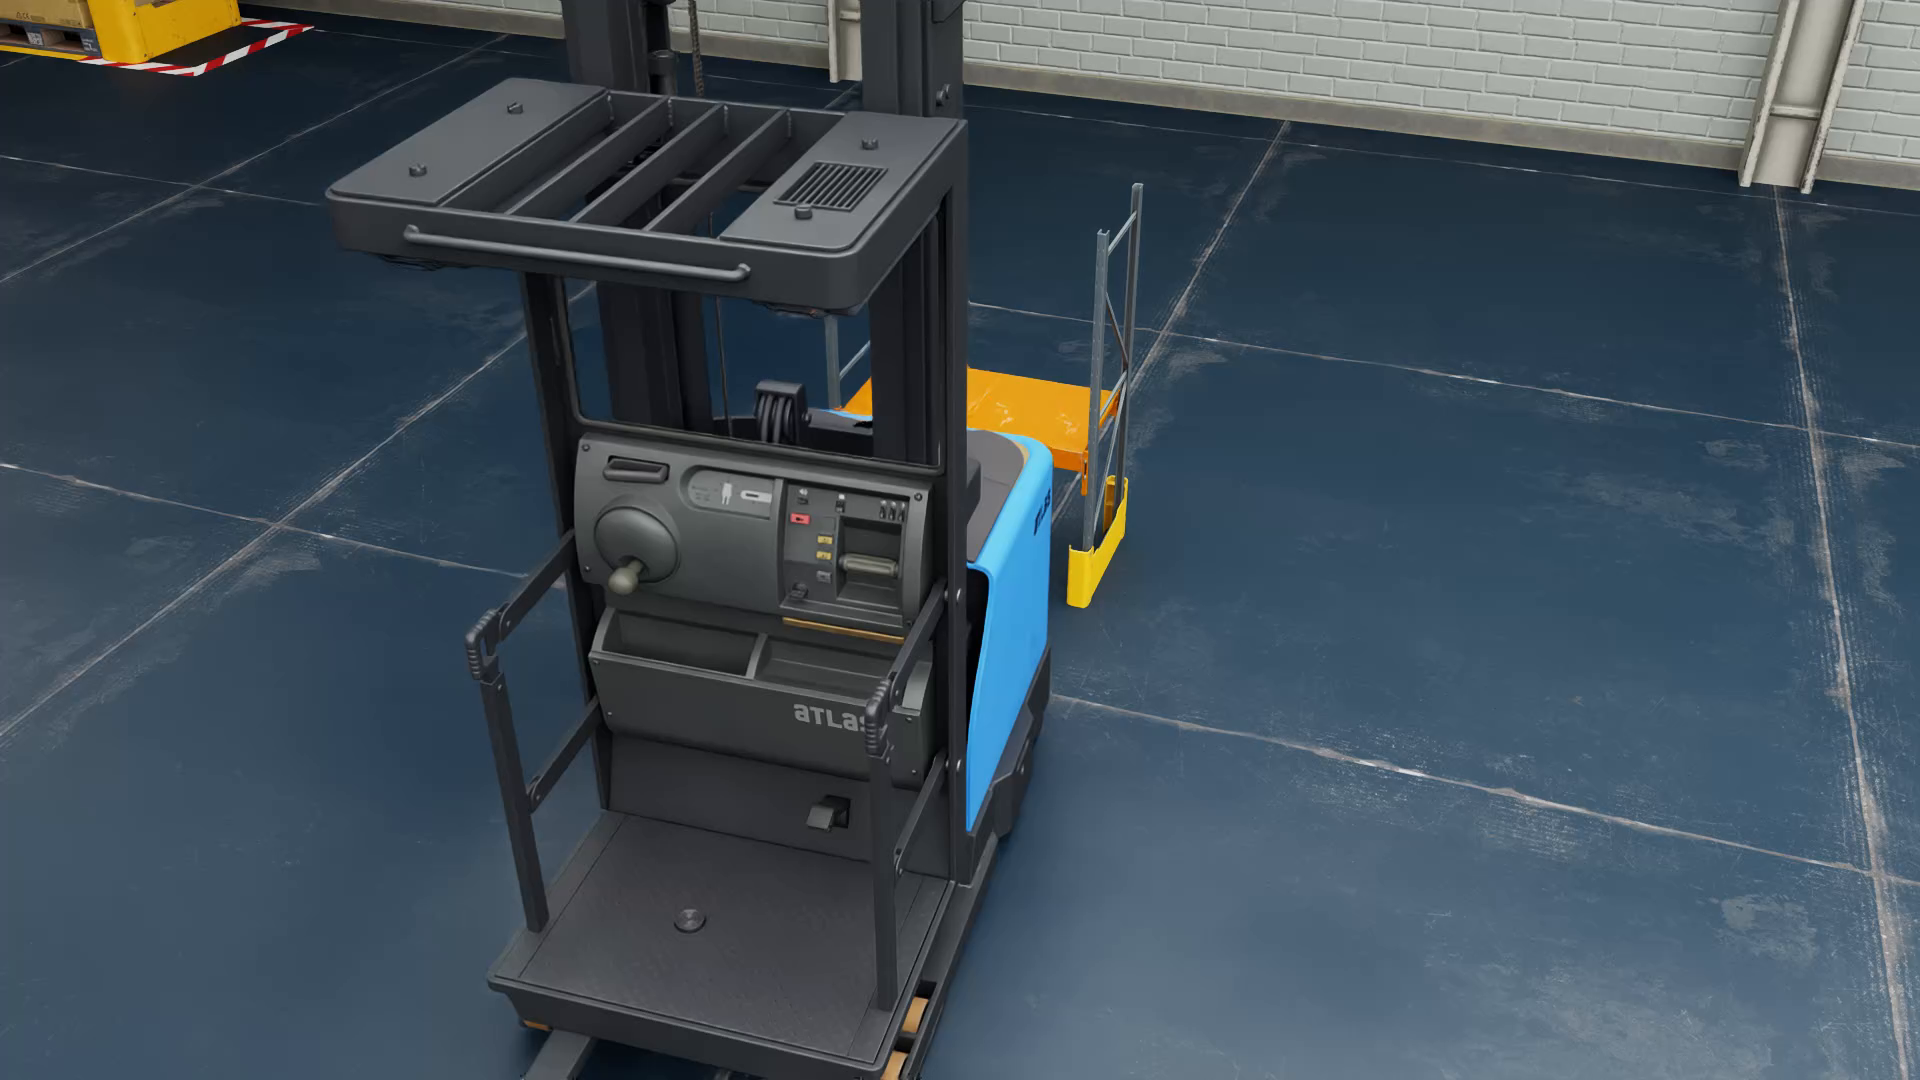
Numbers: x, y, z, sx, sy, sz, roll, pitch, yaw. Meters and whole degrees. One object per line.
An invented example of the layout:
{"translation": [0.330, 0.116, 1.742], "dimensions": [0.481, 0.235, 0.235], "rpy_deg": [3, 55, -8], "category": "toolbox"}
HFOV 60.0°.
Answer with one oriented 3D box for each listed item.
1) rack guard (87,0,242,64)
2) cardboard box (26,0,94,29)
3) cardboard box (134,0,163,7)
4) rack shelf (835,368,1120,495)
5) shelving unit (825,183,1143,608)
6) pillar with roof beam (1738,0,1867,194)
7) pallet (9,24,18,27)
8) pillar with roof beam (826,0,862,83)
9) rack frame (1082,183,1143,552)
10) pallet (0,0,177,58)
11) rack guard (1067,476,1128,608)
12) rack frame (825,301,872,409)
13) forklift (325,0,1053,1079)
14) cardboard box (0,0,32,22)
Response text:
{"translation": [-5.961, -4.003, 12.489], "dimensions": [0.348, 0.500, 1.175], "rpy_deg": [11, 34, 16], "category": "rack guard"}
{"translation": [-6.532, -4.003, 12.333], "dimensions": [0.500, 0.250, 0.500], "rpy_deg": [11, 35, 17], "category": "cardboard box"}
{"translation": [-6.380, -4.268, 12.743], "dimensions": [0.500, 0.250, 0.500], "rpy_deg": [11, 34, 17], "category": "cardboard box"}
{"translation": [0.080, -0.463, 6.417], "dimensions": [1.000, 0.185, 0.538], "rpy_deg": [11, 34, 16], "category": "rack shelf"}
{"translation": [0.072, -0.616, 6.322], "dimensions": [1.083, 1.500, 0.587], "rpy_deg": [11, 34, 16], "category": "shelving unit"}
{"translation": [3.509, -3.771, 4.295], "dimensions": [0.400, 9.000, 9.100], "rpy_deg": [11, 34, 16], "category": "pillar with roof beam"}
{"translation": [-7.862, -4.229, 13.105], "dimensions": [1.213, 0.211, 1.003], "rpy_deg": [11, 34, 16], "category": "pallet"}
{"translation": [-2.139, -4.869, 5.995], "dimensions": [0.400, 9.000, 9.100], "rpy_deg": [11, 34, 16], "category": "pillar with roof beam"}
{"translation": [0.559, -0.521, 6.175], "dimensions": [0.032, 1.500, 0.500], "rpy_deg": [11, 34, 16], "category": "rack frame"}
{"translation": [-6.717, -4.004, 12.757], "dimensions": [1.213, 0.211, 1.003], "rpy_deg": [11, 34, 16], "category": "pallet"}
{"translation": [0.541, 0.000, 6.519], "dimensions": [0.087, 0.250, 0.587], "rpy_deg": [11, 34, 16], "category": "rack guard"}
{"translation": [-0.398, -0.707, 6.463], "dimensions": [0.032, 1.500, 0.500], "rpy_deg": [11, 34, 16], "category": "rack frame"}
{"translation": [-0.587, 0.043, 3.981], "dimensions": [1.130, 2.935, 3.031], "rpy_deg": [9, 34, 13], "category": "forklift"}
{"translation": [-6.997, -4.099, 12.481], "dimensions": [0.500, 0.250, 0.500], "rpy_deg": [11, 34, 16], "category": "cardboard box"}
